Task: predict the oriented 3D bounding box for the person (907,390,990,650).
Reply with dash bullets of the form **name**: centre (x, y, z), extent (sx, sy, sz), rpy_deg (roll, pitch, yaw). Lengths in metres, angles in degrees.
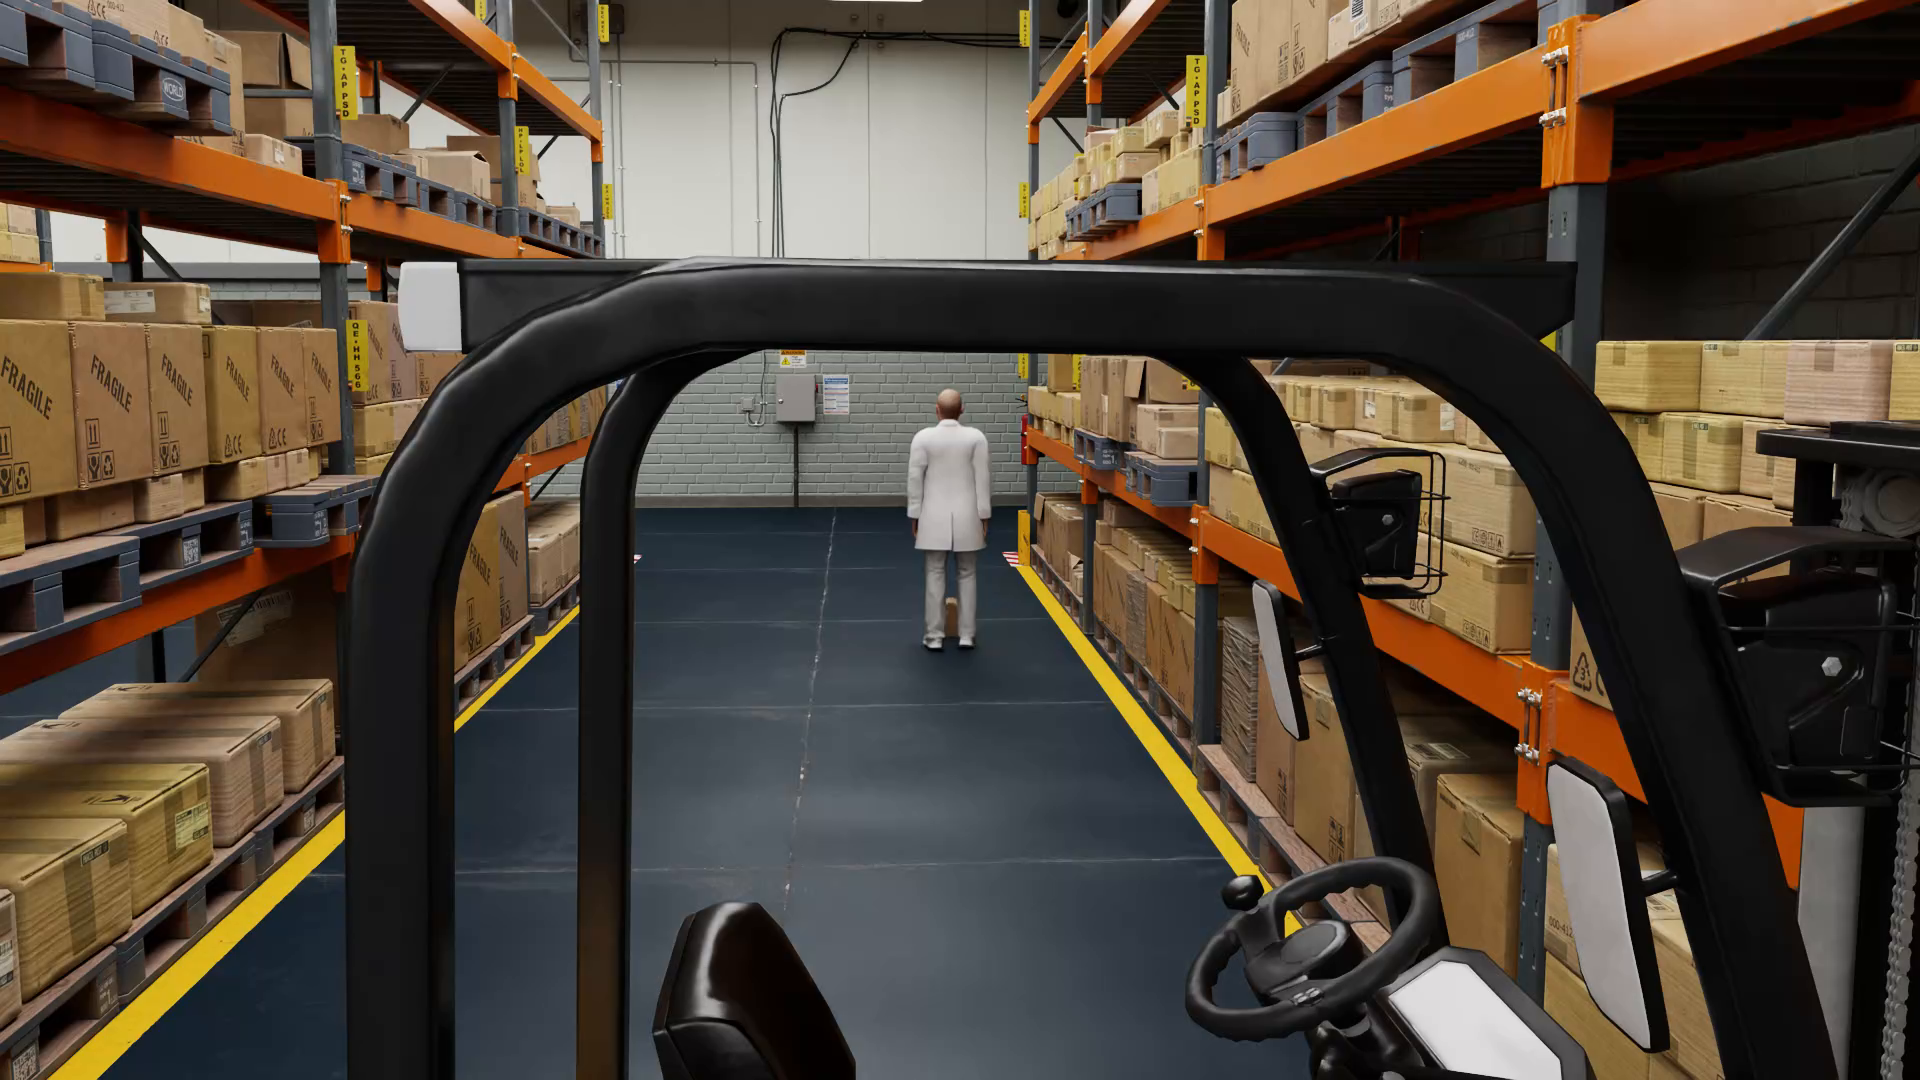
- **person**: centre (-0.076, -0.137, 11.483), extent (0.558, 1.790, 0.400), rpy_deg (0, 7, -3)
